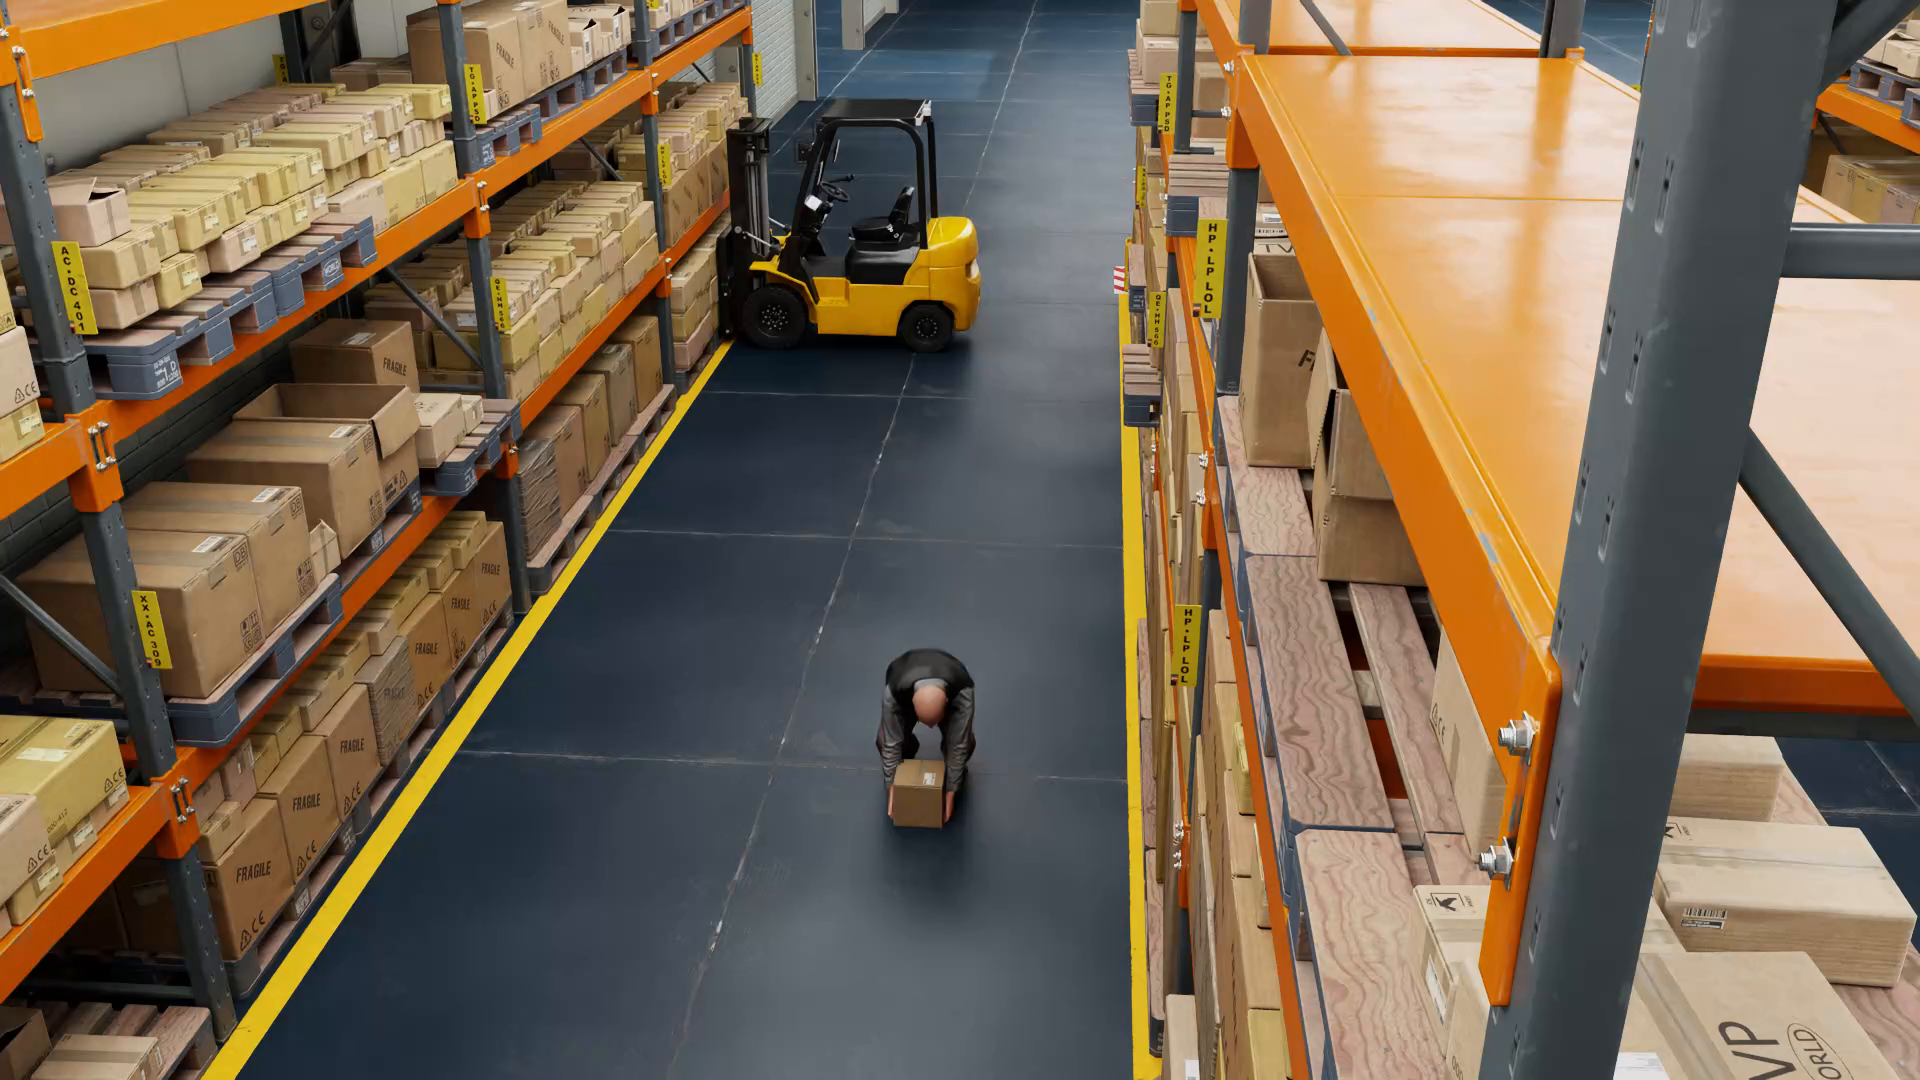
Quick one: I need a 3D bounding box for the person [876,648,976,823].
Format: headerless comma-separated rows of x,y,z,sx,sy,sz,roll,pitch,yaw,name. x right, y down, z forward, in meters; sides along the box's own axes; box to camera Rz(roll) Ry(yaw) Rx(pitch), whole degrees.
-0.172,0.961,8.729,0.528,0.831,0.897,2,24,4,person
